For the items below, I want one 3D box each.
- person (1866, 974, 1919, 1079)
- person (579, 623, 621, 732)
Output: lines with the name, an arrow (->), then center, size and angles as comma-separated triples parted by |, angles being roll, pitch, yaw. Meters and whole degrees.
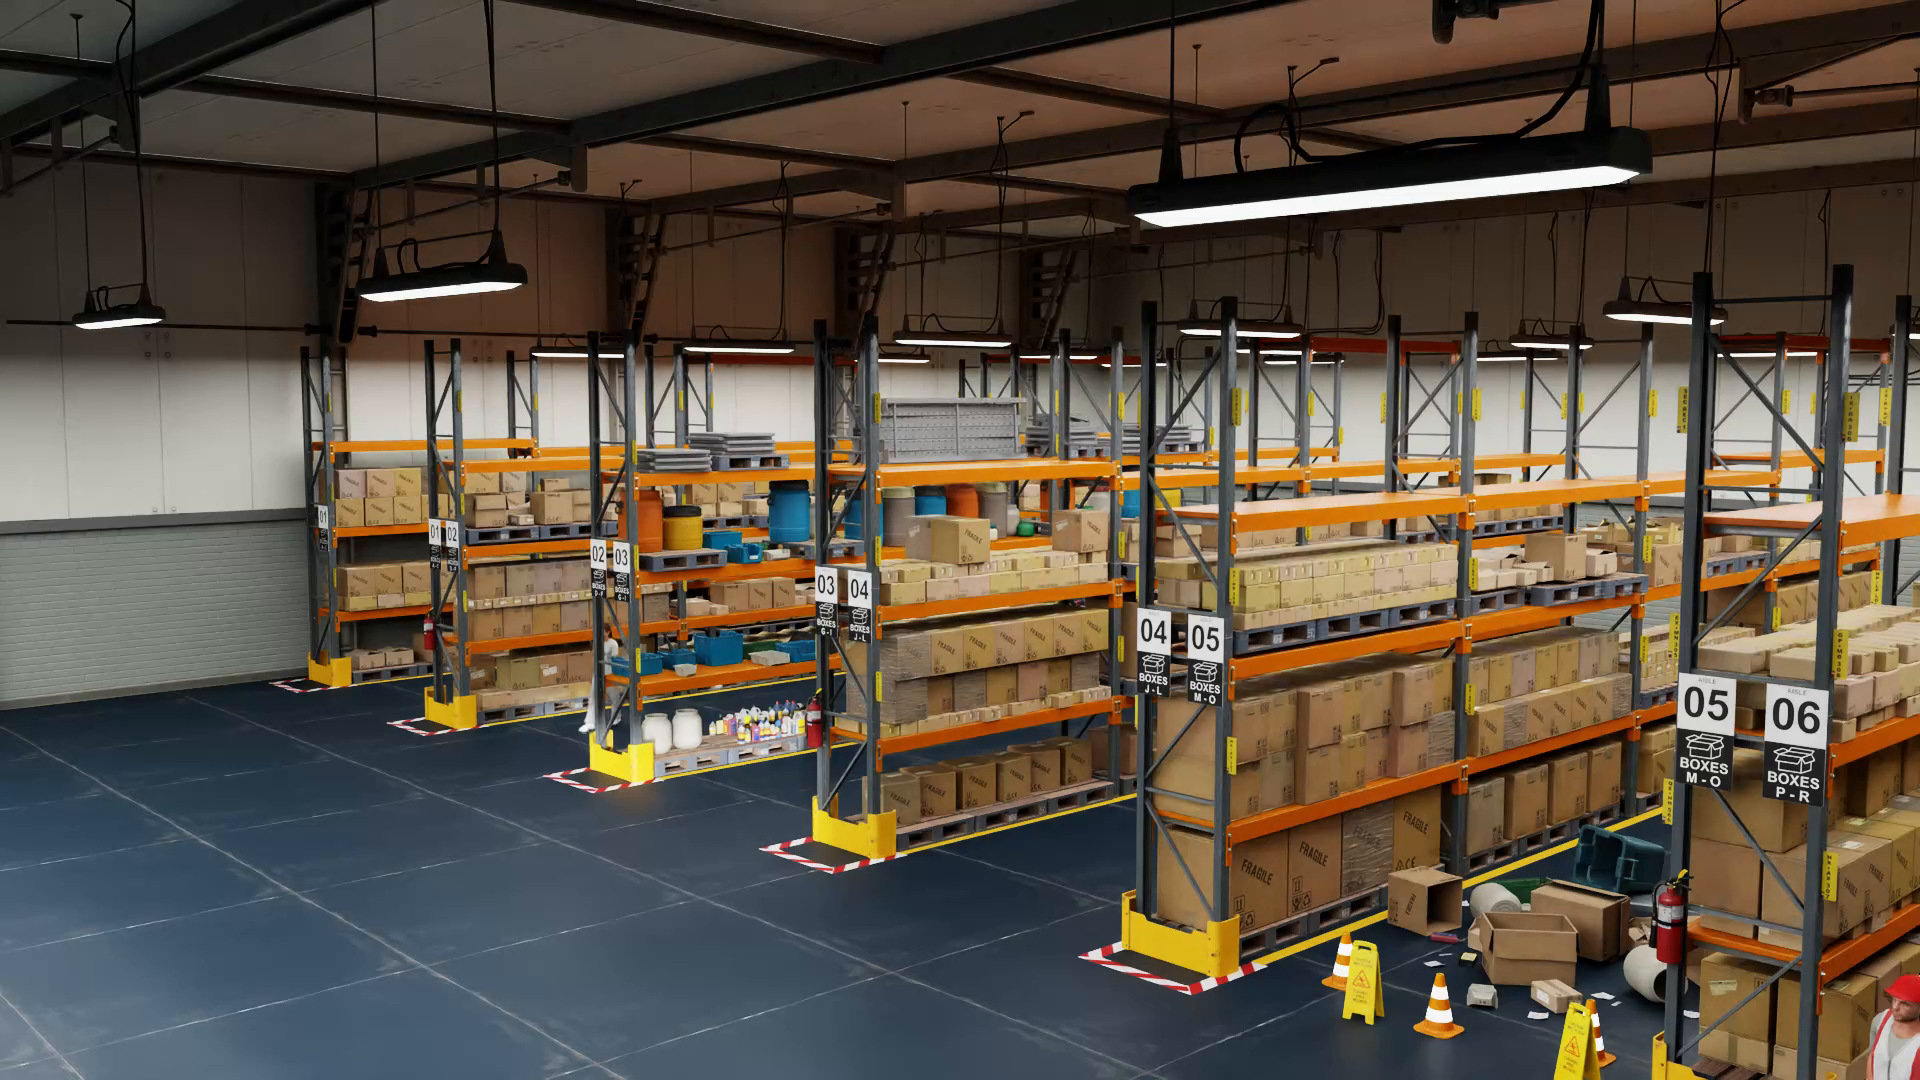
person -> 5.653, 3.410, 9.831 | 0.587, 1.777, 0.627 | -2, 5, -22
person -> -5.488, 2.077, 25.572 | 0.486, 1.624, 0.920 | 1, 5, 9
